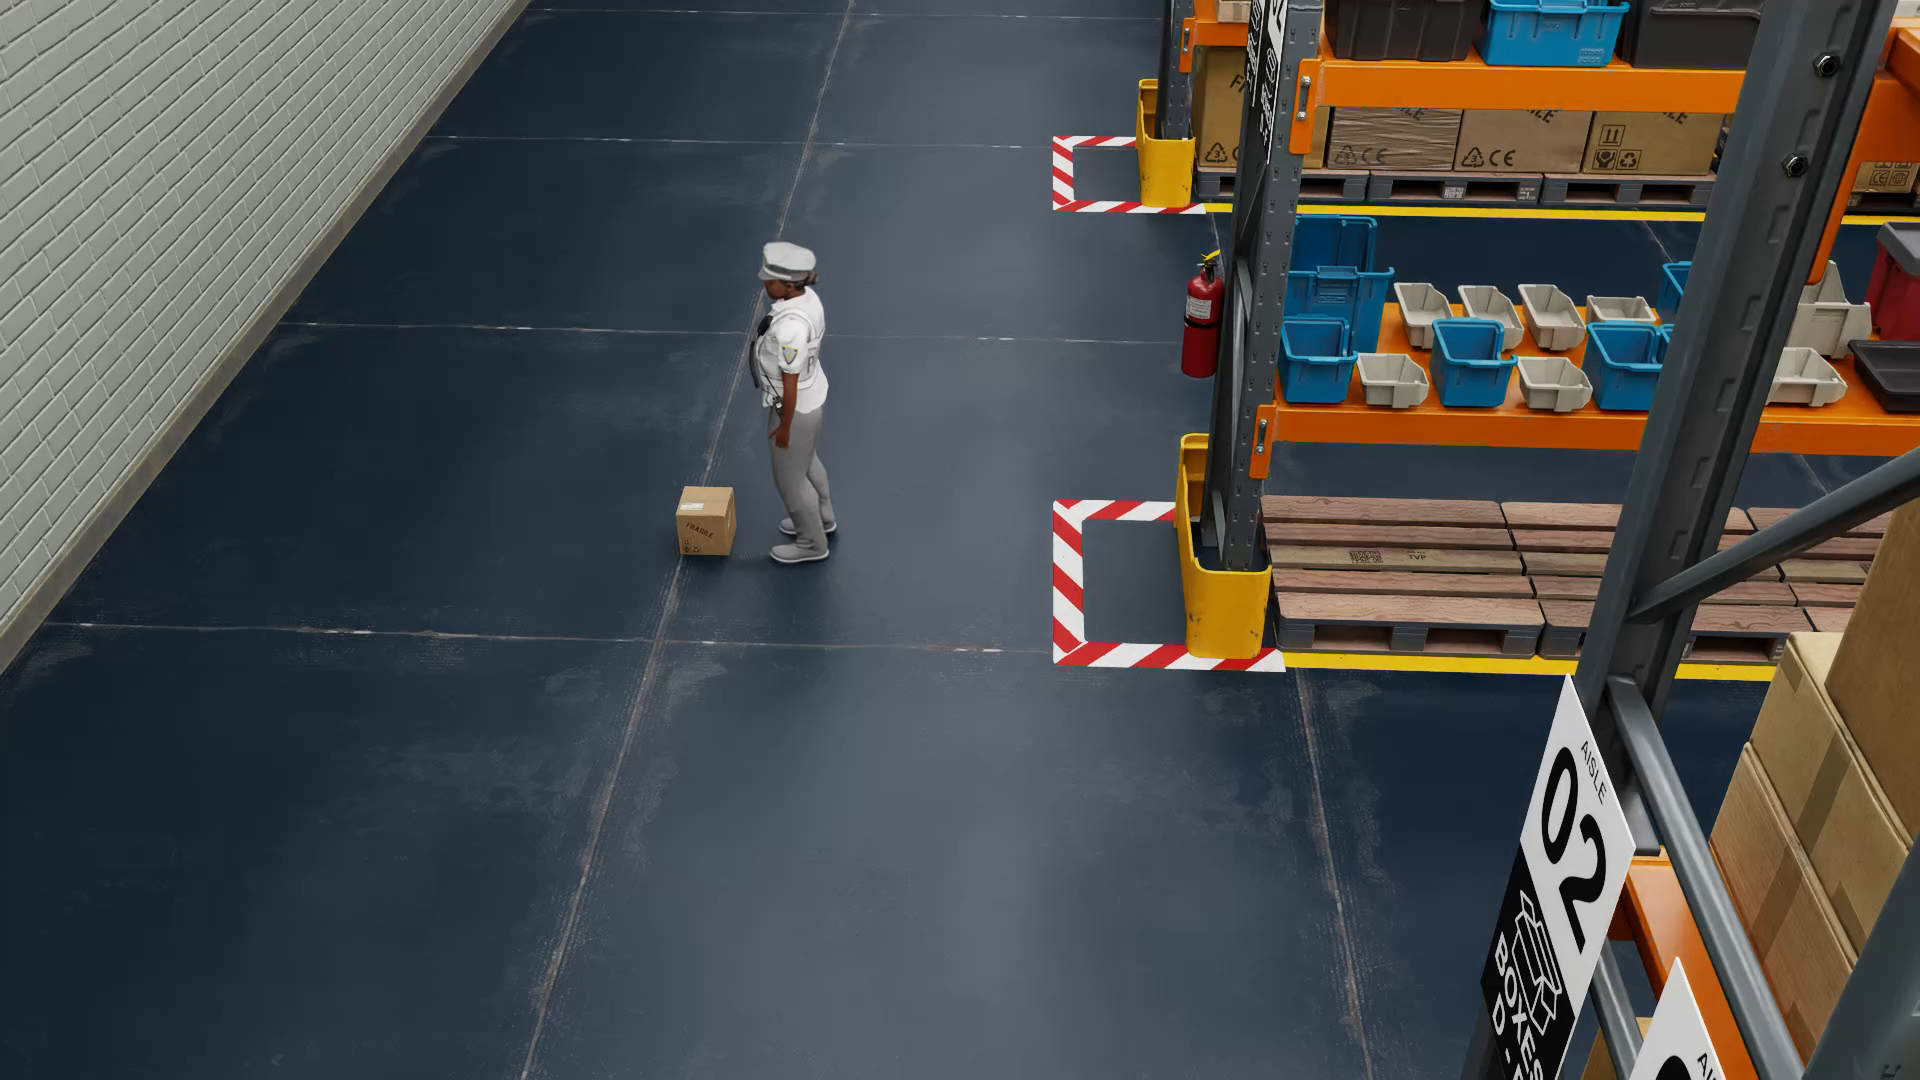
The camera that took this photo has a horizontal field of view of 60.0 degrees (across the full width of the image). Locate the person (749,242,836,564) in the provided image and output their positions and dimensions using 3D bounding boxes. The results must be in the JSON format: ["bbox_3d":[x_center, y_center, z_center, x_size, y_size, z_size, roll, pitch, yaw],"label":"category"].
[{"bbox_3d":[-0.804,-0.646,8.004,0.341,1.672,0.437,2,36,3],"label":"person"}]
